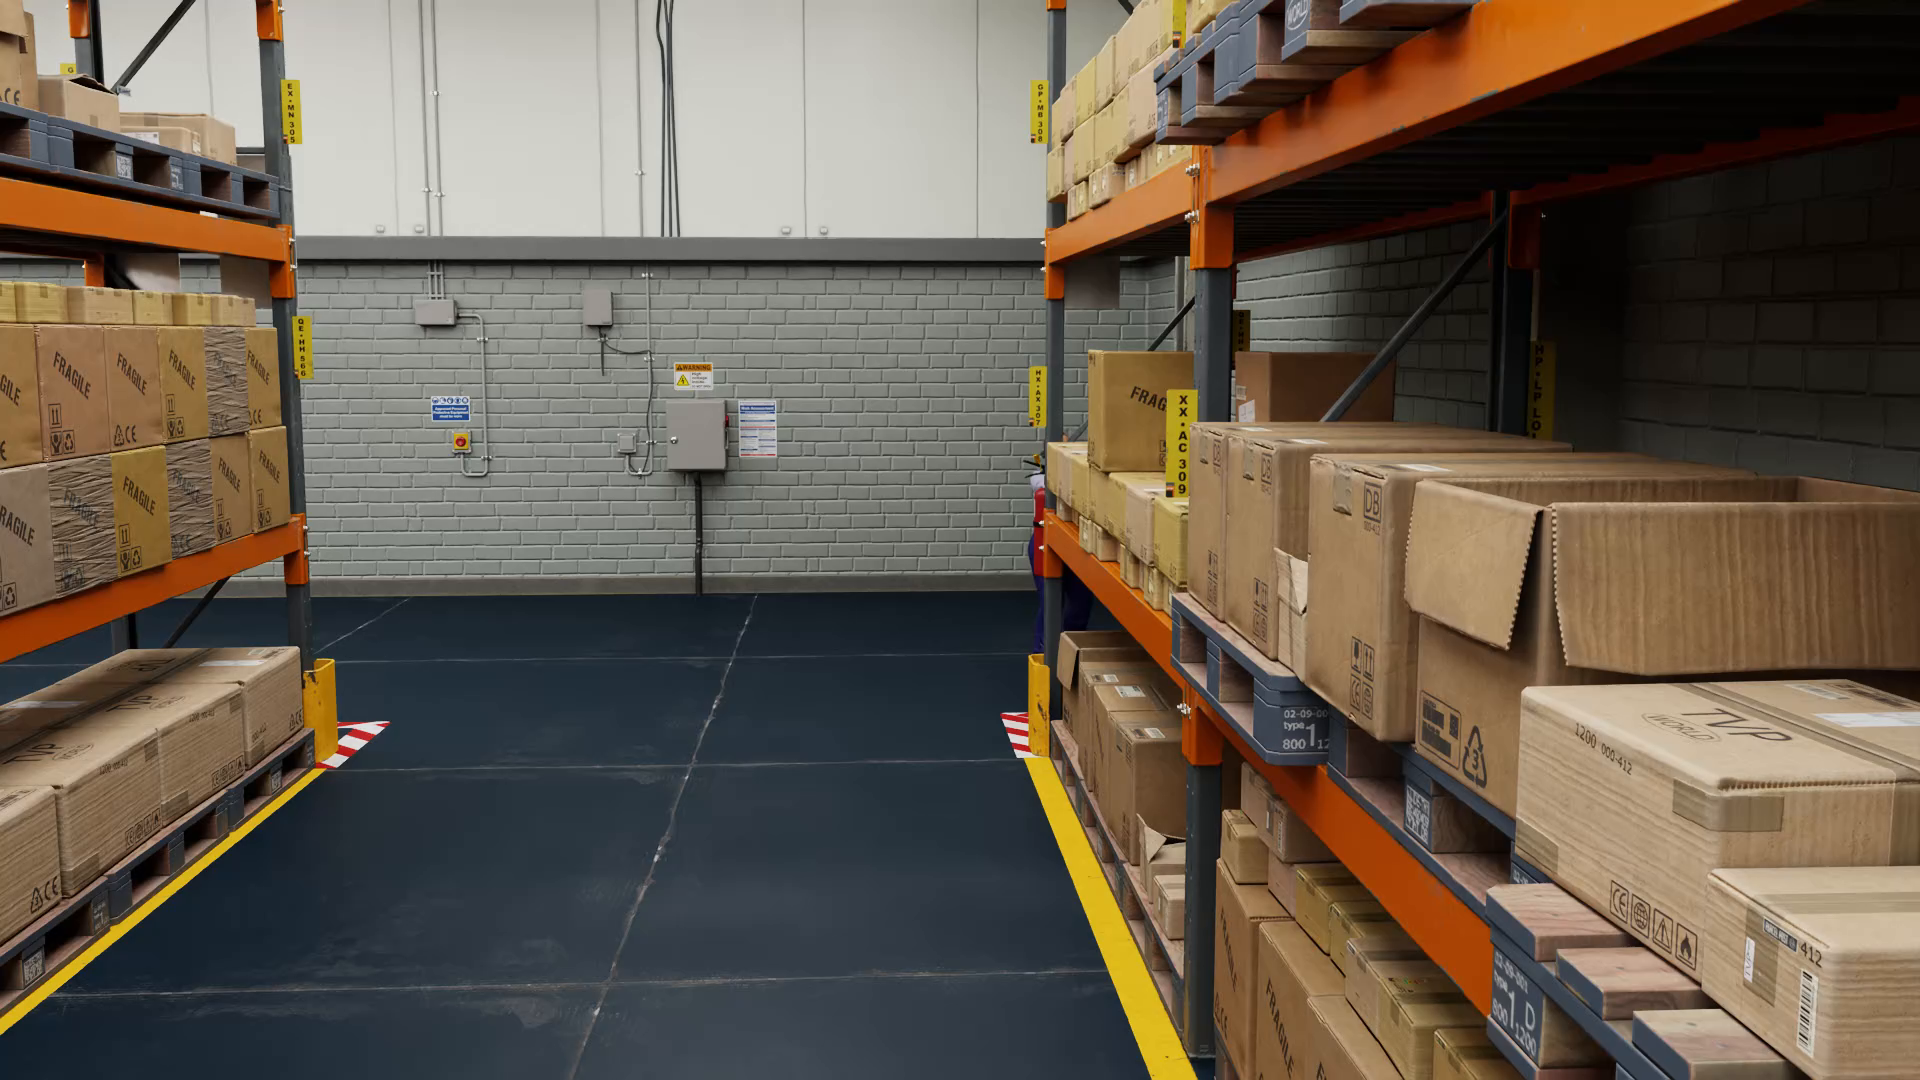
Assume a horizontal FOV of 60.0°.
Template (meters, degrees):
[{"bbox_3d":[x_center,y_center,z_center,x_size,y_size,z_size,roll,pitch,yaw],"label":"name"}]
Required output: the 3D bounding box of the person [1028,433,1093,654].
[{"bbox_3d":[0.738,0.088,11.144,0.452,1.634,0.513,-7,10,-44],"label":"person"}]
